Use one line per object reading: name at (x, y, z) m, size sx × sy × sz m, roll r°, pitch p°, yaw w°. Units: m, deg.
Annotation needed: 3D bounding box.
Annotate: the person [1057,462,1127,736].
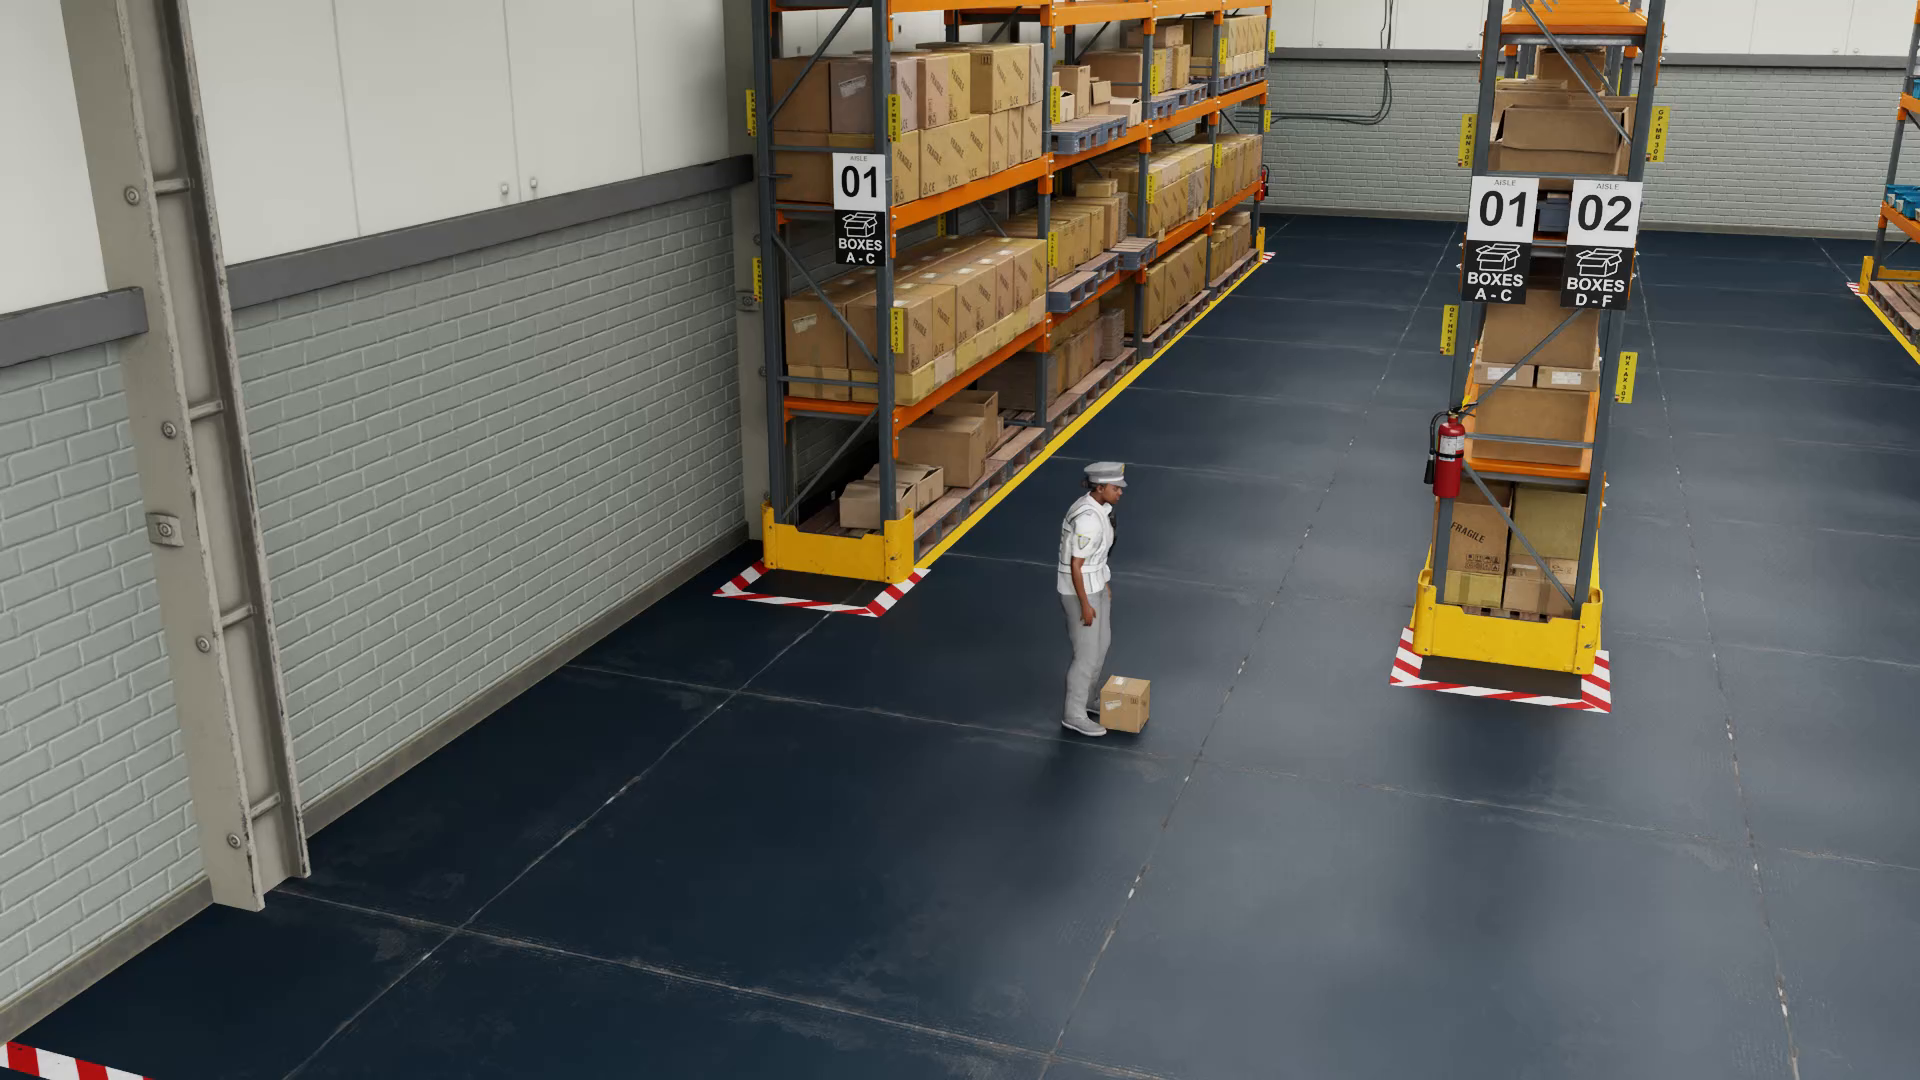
person at (0.792, 0.326, 10.103) m, size 0.392 × 1.660 × 0.506 m, roll 7°, pitch 20°, yaw 19°
